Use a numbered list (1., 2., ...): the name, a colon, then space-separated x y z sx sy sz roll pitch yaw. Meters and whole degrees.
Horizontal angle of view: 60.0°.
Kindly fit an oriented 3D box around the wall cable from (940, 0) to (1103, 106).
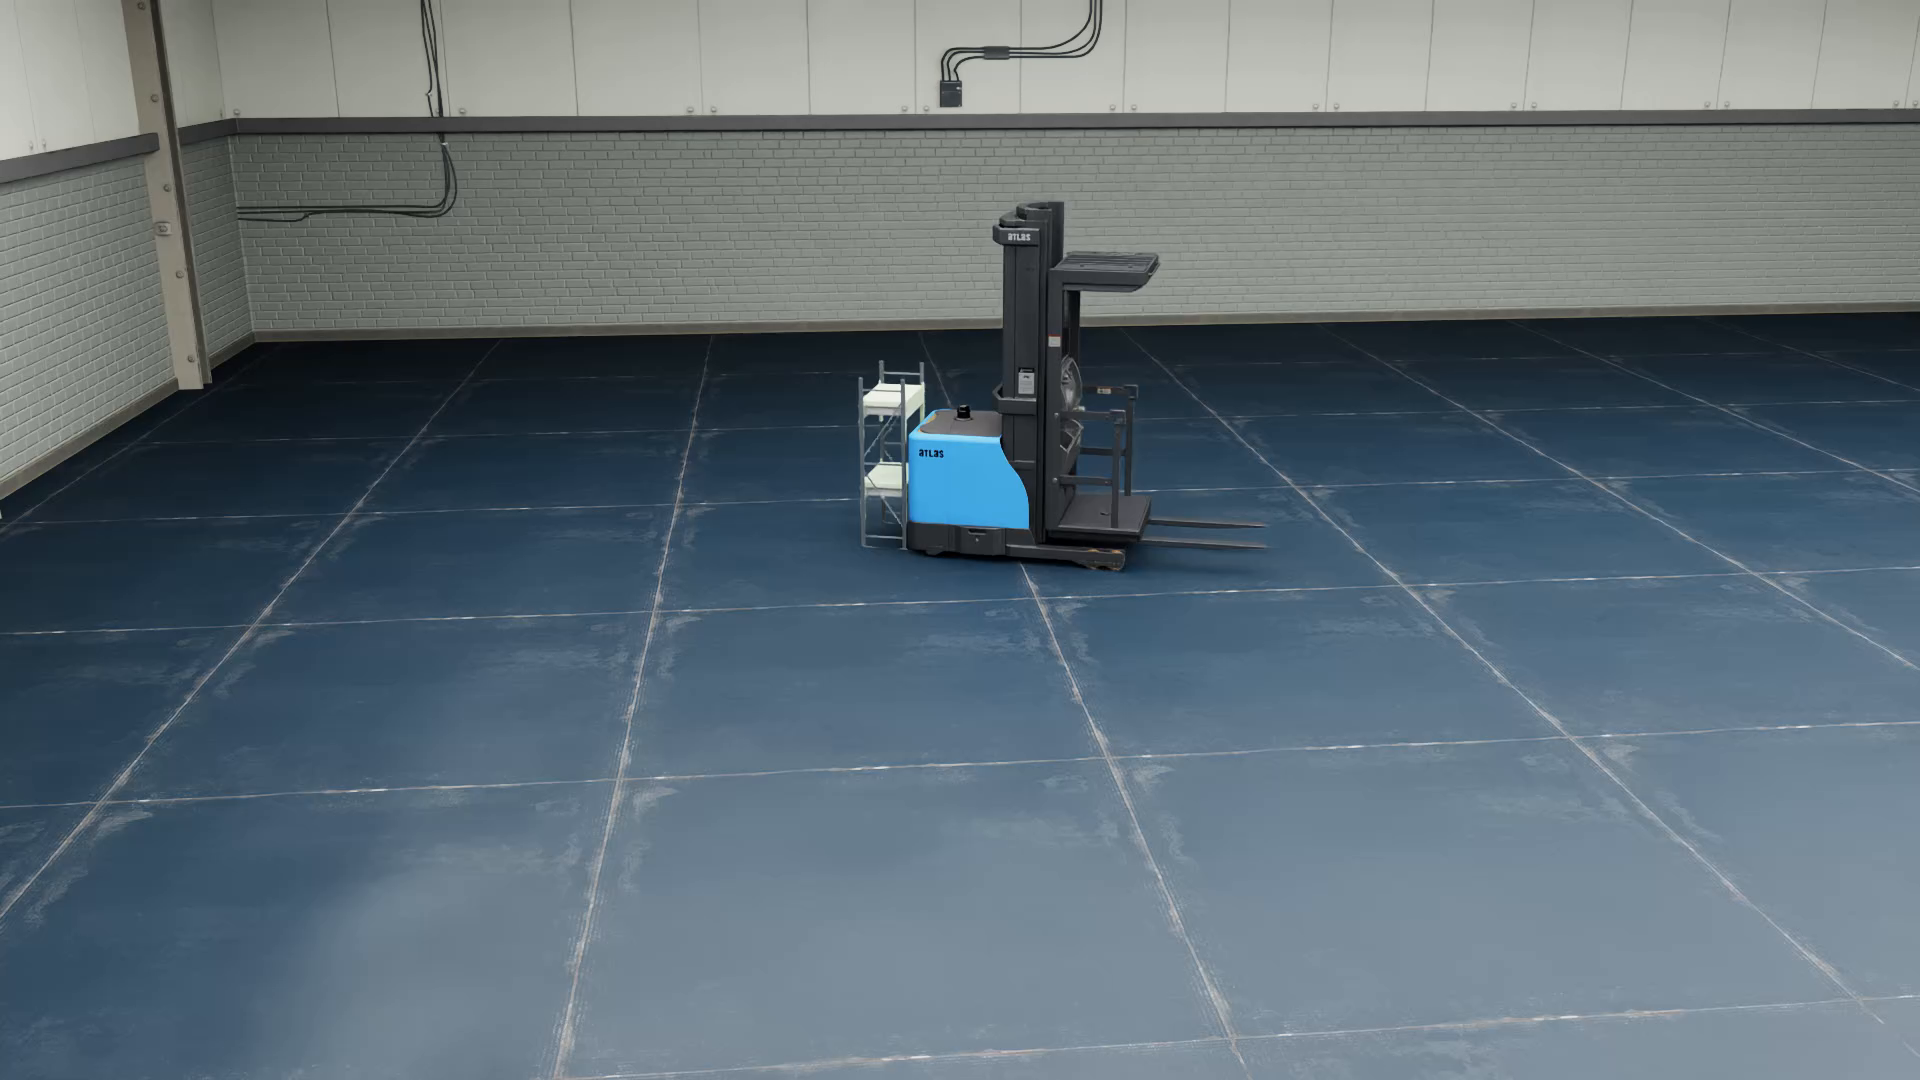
1. wall cable: 0.868 -9.054 22.814 2.305 6.003 0.169 -2 18 -6

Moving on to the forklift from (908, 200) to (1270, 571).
1. forklift: 1.124 -1.317 13.979 3.031 2.935 1.130 4 18 11

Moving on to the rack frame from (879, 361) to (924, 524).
1. rack frame: -0.516 -0.859 14.909 0.400 1.500 0.023 3 18 11

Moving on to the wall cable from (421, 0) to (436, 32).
1. wall cable: -5.885 -8.154 22.379 3.097 2.526 0.112 -2 18 -6

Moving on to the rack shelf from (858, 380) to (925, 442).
1. rack shelf: -0.587 -1.124 14.449 0.431 0.370 0.720 3 18 11

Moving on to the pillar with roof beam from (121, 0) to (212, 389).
1. pillar with roof beam: -5.306 -6.357 19.902 9.100 9.000 0.400 -2 18 -6

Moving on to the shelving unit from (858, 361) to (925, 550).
1. shelving unit: -0.587 -0.751 14.566 0.431 1.500 0.755 3 18 11

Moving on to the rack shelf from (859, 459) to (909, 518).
1. rack shelf: -0.587 -0.440 14.664 0.431 0.370 0.720 3 18 11

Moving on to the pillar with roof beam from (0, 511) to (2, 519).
1. pillar with roof beam: -4.687 -4.569 14.208 9.100 9.000 0.400 -2 18 -6

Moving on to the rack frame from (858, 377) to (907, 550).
1. rack frame: -0.658 -0.644 14.224 0.400 1.500 0.023 3 18 11

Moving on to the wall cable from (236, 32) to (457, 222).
1. wall cable: -8.576 -5.661 22.870 3.097 2.526 0.112 -2 18 -6
